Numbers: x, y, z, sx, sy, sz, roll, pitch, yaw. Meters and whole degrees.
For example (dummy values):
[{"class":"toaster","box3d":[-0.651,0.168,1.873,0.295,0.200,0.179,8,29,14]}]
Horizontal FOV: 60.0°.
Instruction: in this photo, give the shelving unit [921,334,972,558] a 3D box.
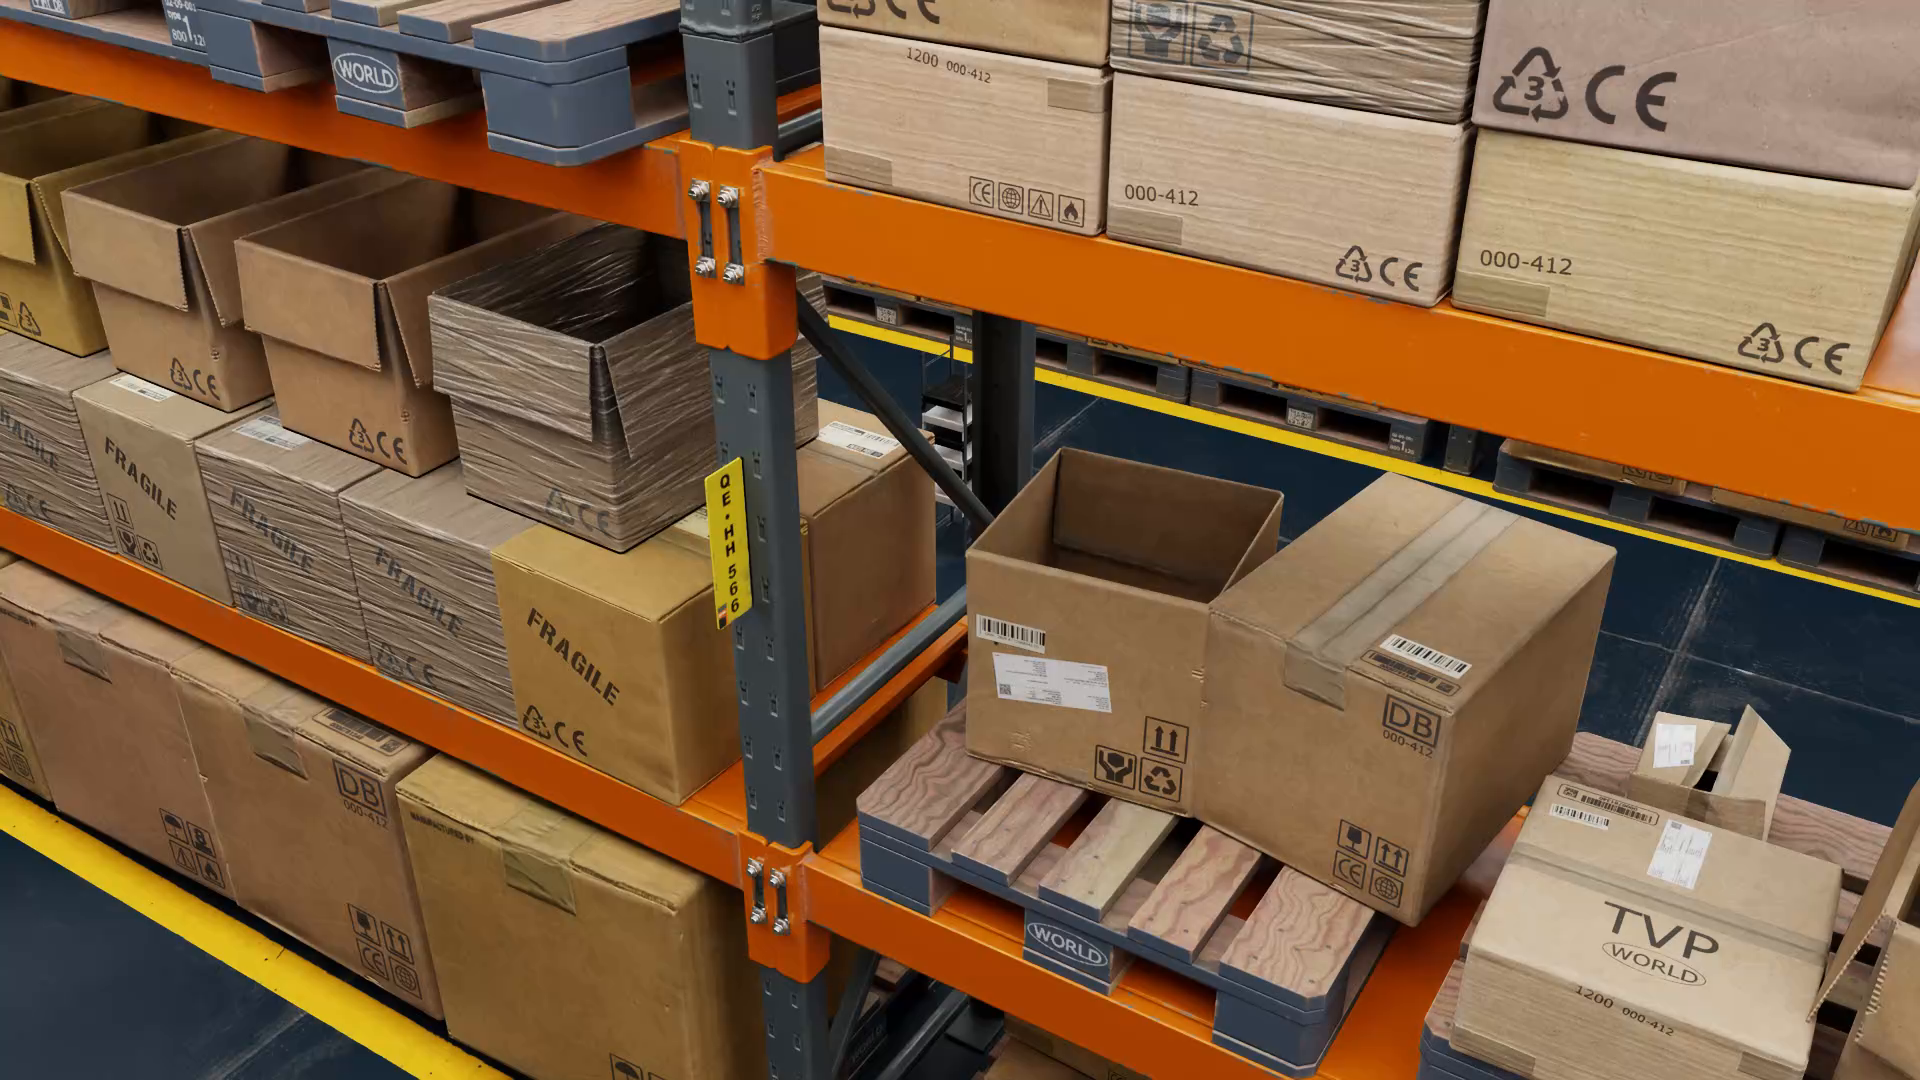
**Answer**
[{"class":"shelving unit","box3d":[-0.007,-0.391,7.027,0.210,0.900,0.258,18,35,27]}]

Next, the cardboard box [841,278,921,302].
[{"class":"cardboard box","box3d":[-0.319,-1.680,9.217,0.500,0.500,0.500,19,35,29]}]

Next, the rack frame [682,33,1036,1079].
[{"class":"rack frame","box3d":[-0.139,0.272,3.807,0.127,3.000,1.000,18,35,27]}]

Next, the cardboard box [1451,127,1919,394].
[{"class":"cardboard box","box3d":[0.999,-0.453,2.222,0.500,0.250,0.500,18,35,28]}]

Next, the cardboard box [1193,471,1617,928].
[{"class":"cardboard box","box3d":[0.866,0.282,3.274,0.500,0.500,0.700,23,38,34]}]

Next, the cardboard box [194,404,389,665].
[{"class":"cardboard box","box3d":[-1.549,-0.072,4.297,0.500,0.500,0.500,16,34,26]}]

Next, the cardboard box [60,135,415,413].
[{"class":"cardboard box","box3d":[-1.871,-0.760,4.481,0.637,0.503,0.797,19,35,29]}]

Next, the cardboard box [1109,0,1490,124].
[{"class":"cardboard box","box3d":[0.550,-0.910,2.261,0.500,0.500,0.500,18,35,28]}]

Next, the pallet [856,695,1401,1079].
[{"class":"pallet","box3d":[0.521,0.500,3.606,1.003,0.211,1.213,18,35,27]}]

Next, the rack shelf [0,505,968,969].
[{"class":"rack shelf","box3d":[-1.833,0.047,4.907,4.000,0.370,1.077,18,35,27]}]

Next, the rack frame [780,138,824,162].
[{"class":"rack frame","box3d":[-0.804,-2.890,9.226,0.127,3.000,1.000,18,35,27]}]

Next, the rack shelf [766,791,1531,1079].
[{"class":"rack shelf","box3d":[1.555,1.118,3.070,4.000,0.370,1.077,18,35,27]}]

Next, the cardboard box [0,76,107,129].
[{"class":"cardboard box","box3d":[-2.981,-1.109,5.079,0.637,0.503,0.797,17,34,26]}]

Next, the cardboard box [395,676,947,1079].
[{"class":"cardboard box","box3d":[-0.712,0.814,4.569,0.875,0.875,1.225,16,34,25]}]

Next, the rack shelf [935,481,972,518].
[{"class":"rack shelf","box3d":[-0.007,-0.207,7.134,0.200,0.077,0.258,18,35,27]}]

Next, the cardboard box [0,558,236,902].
[{"class":"cardboard box","box3d":[-2.217,0.339,5.385,0.875,0.875,1.225,16,34,26]}]

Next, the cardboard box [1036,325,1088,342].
[{"class":"cardboard box","box3d":[0.580,-1.405,8.745,0.500,0.500,0.500,18,35,28]}]

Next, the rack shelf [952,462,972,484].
[{"class":"rack shelf","box3d":[-0.007,-0.284,7.089,0.200,0.077,0.258,18,35,27]}]

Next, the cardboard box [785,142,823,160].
[{"class":"cardboard box","box3d":[-0.986,-2.277,9.999,0.250,0.149,0.380,19,35,29]}]

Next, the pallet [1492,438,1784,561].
[{"class":"pallet","box3d":[3.211,-0.370,7.675,1.213,0.211,1.003,18,35,27]}]

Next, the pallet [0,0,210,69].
[{"class":"pallet","box3d":[-1.661,-1.390,3.867,1.213,0.211,1.003,19,35,30]}]

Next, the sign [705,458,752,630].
[{"class":"sign","box3d":[-0.431,0.009,3.108,0.005,0.325,0.100,18,35,27]}]

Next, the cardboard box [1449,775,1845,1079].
[{"class":"cardboard box","box3d":[1.158,0.702,2.801,0.500,0.250,0.500,17,34,26]}]

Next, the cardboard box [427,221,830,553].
[{"class":"cardboard box","box3d":[-0.749,-0.407,3.877,0.637,0.503,0.797,19,35,29]}]

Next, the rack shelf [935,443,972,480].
[{"class":"rack shelf","box3d":[-0.007,-0.362,7.044,0.200,0.077,0.258,18,35,27]}]

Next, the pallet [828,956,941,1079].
[{"class":"pallet","box3d":[-0.766,1.233,4.927,1.213,0.211,1.003,18,35,27]}]

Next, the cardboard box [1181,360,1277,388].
[{"class":"cardboard box","box3d":[1.450,-1.125,8.266,0.500,0.500,0.500,19,35,29]}]

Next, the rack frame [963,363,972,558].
[{"class":"rack frame","box3d":[0.079,-0.364,6.980,0.006,0.900,0.240,18,35,27]}]

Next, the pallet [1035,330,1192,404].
[{"class":"pallet","box3d":[0.893,-1.151,9.013,1.213,0.211,1.003,18,35,27]}]

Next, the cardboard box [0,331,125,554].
[{"class":"cardboard box","box3d":[-2.420,-0.344,4.764,0.500,0.500,0.500,17,34,26]}]

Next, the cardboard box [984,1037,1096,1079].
[{"class":"cardboard box","box3d":[0.439,1.332,4.033,0.500,0.500,0.700,16,34,25]}]

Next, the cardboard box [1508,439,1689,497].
[{"class":"cardboard box","box3d":[3.052,-0.826,7.505,0.750,0.750,1.050,17,34,27]}]

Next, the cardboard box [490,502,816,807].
[{"class":"cardboard box","box3d":[-0.689,0.202,3.827,0.500,0.500,0.500,19,35,29]}]

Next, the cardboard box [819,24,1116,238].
[{"class":"cardboard box","box3d":[0.124,-0.724,2.687,0.500,0.250,0.500,18,35,28]}]
